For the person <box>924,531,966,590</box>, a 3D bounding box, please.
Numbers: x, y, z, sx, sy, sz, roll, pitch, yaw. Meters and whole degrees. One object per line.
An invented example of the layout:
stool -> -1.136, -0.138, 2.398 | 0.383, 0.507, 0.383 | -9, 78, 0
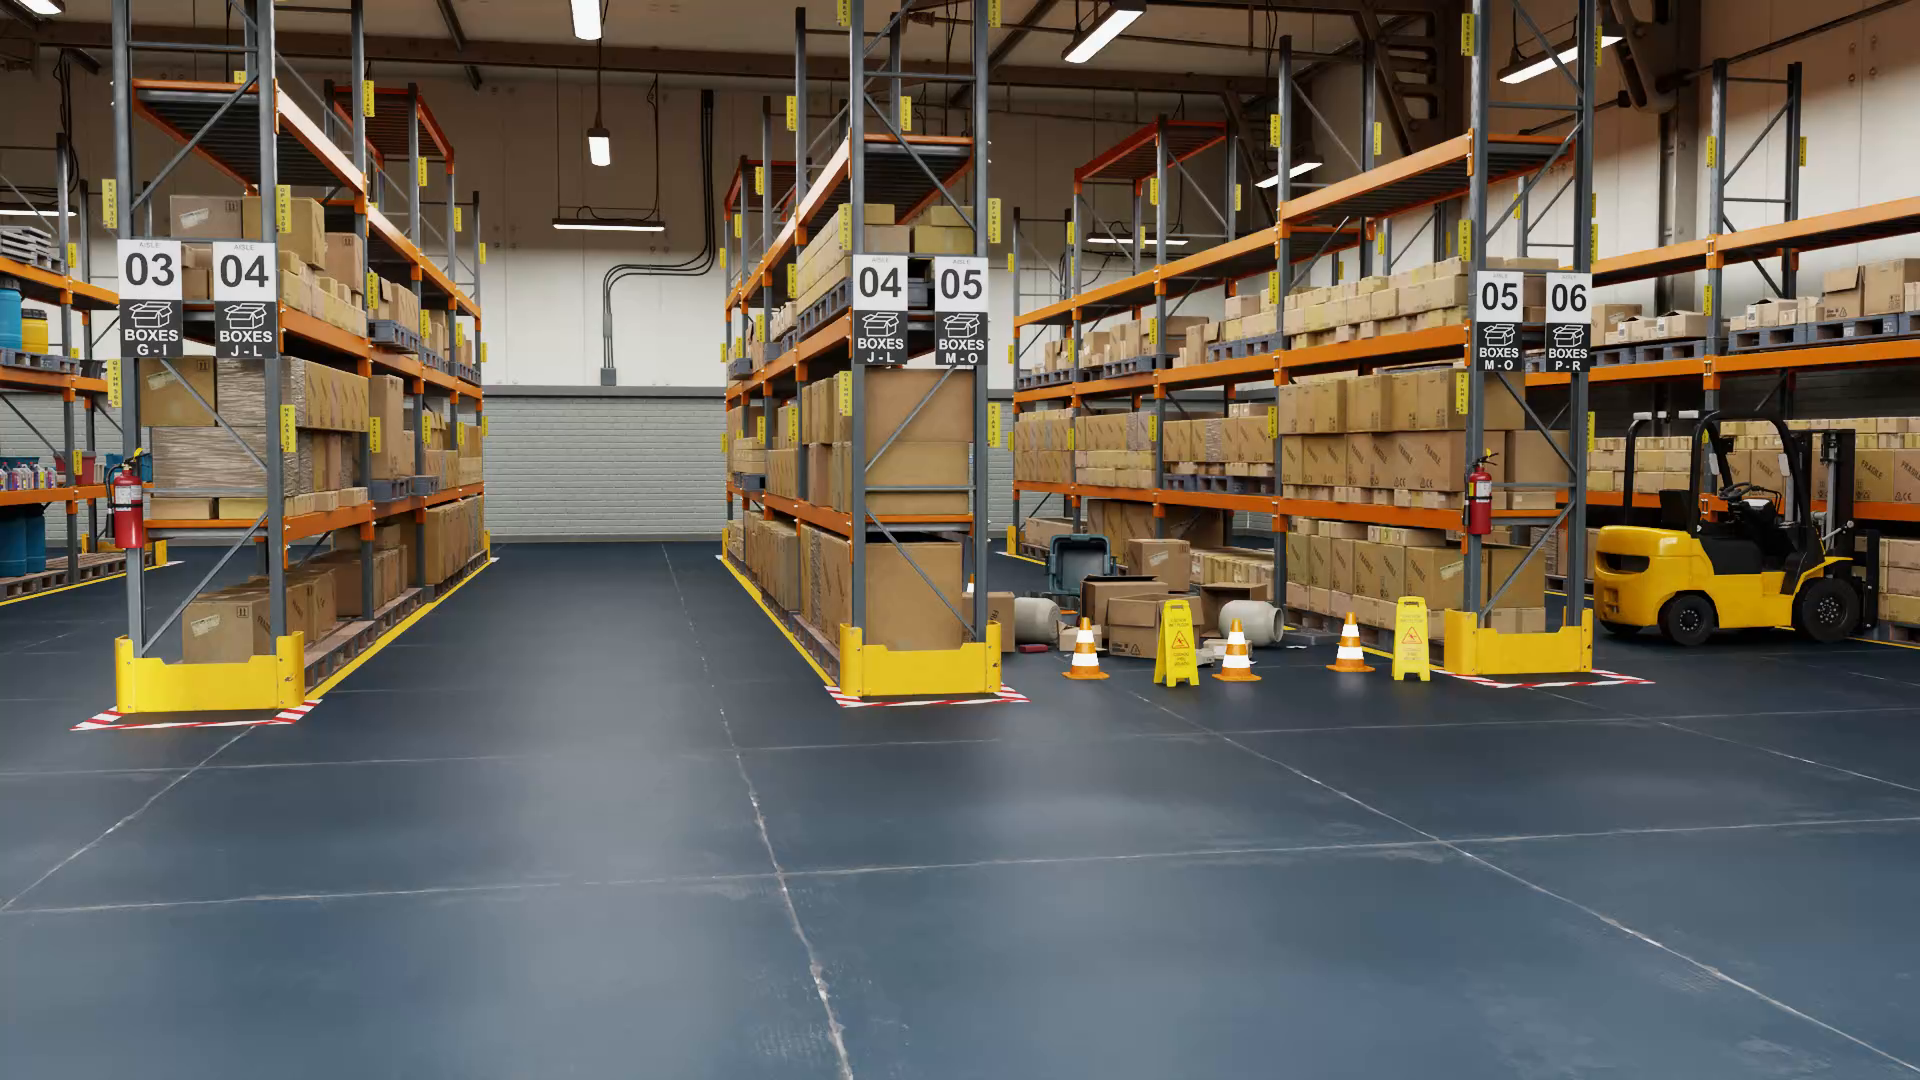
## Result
person -> -0.193, -0.034, 19.141 | 0.467, 1.485, 0.741 | -1, 3, -13
